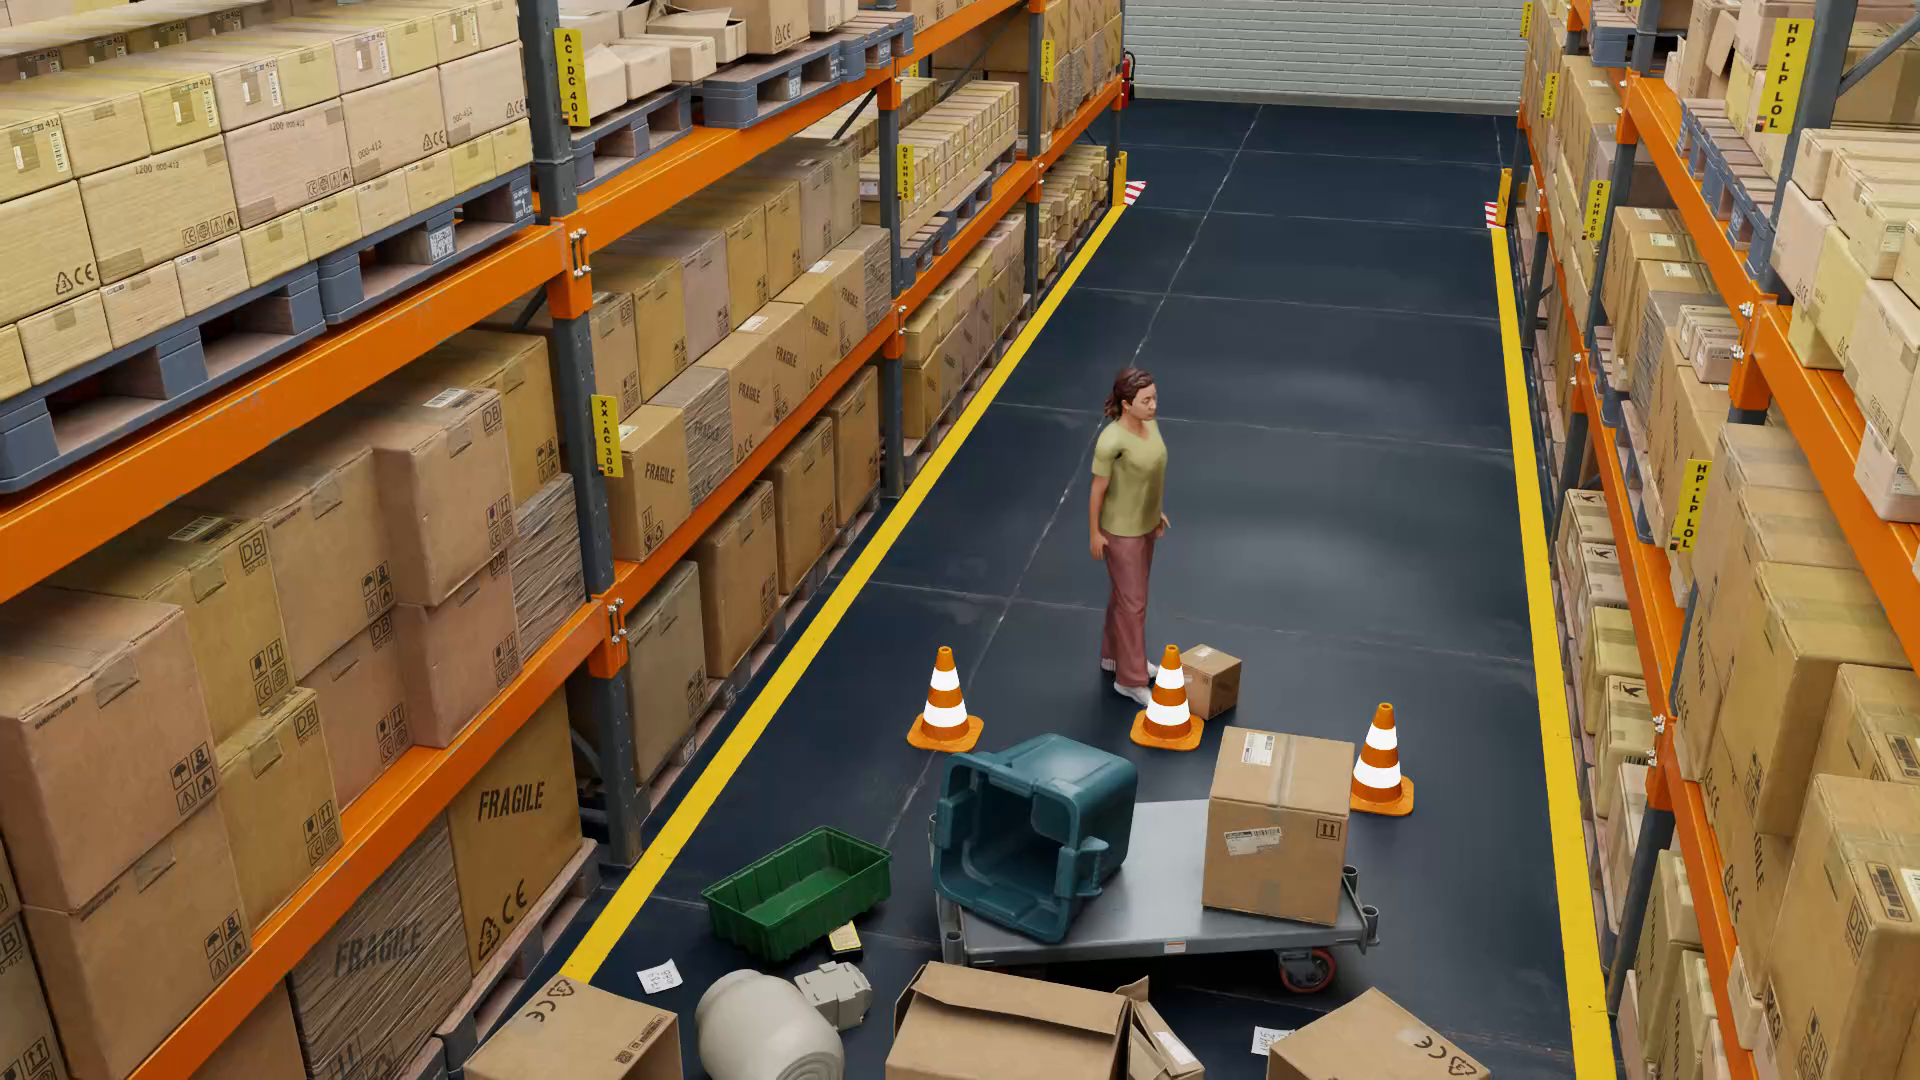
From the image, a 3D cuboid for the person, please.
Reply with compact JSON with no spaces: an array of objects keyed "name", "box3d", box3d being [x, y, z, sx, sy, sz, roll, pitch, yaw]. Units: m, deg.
[{"name":"person","box3d":[0.920,-0.030,8.195,0.519,1.703,0.471,17,30,31]}]
